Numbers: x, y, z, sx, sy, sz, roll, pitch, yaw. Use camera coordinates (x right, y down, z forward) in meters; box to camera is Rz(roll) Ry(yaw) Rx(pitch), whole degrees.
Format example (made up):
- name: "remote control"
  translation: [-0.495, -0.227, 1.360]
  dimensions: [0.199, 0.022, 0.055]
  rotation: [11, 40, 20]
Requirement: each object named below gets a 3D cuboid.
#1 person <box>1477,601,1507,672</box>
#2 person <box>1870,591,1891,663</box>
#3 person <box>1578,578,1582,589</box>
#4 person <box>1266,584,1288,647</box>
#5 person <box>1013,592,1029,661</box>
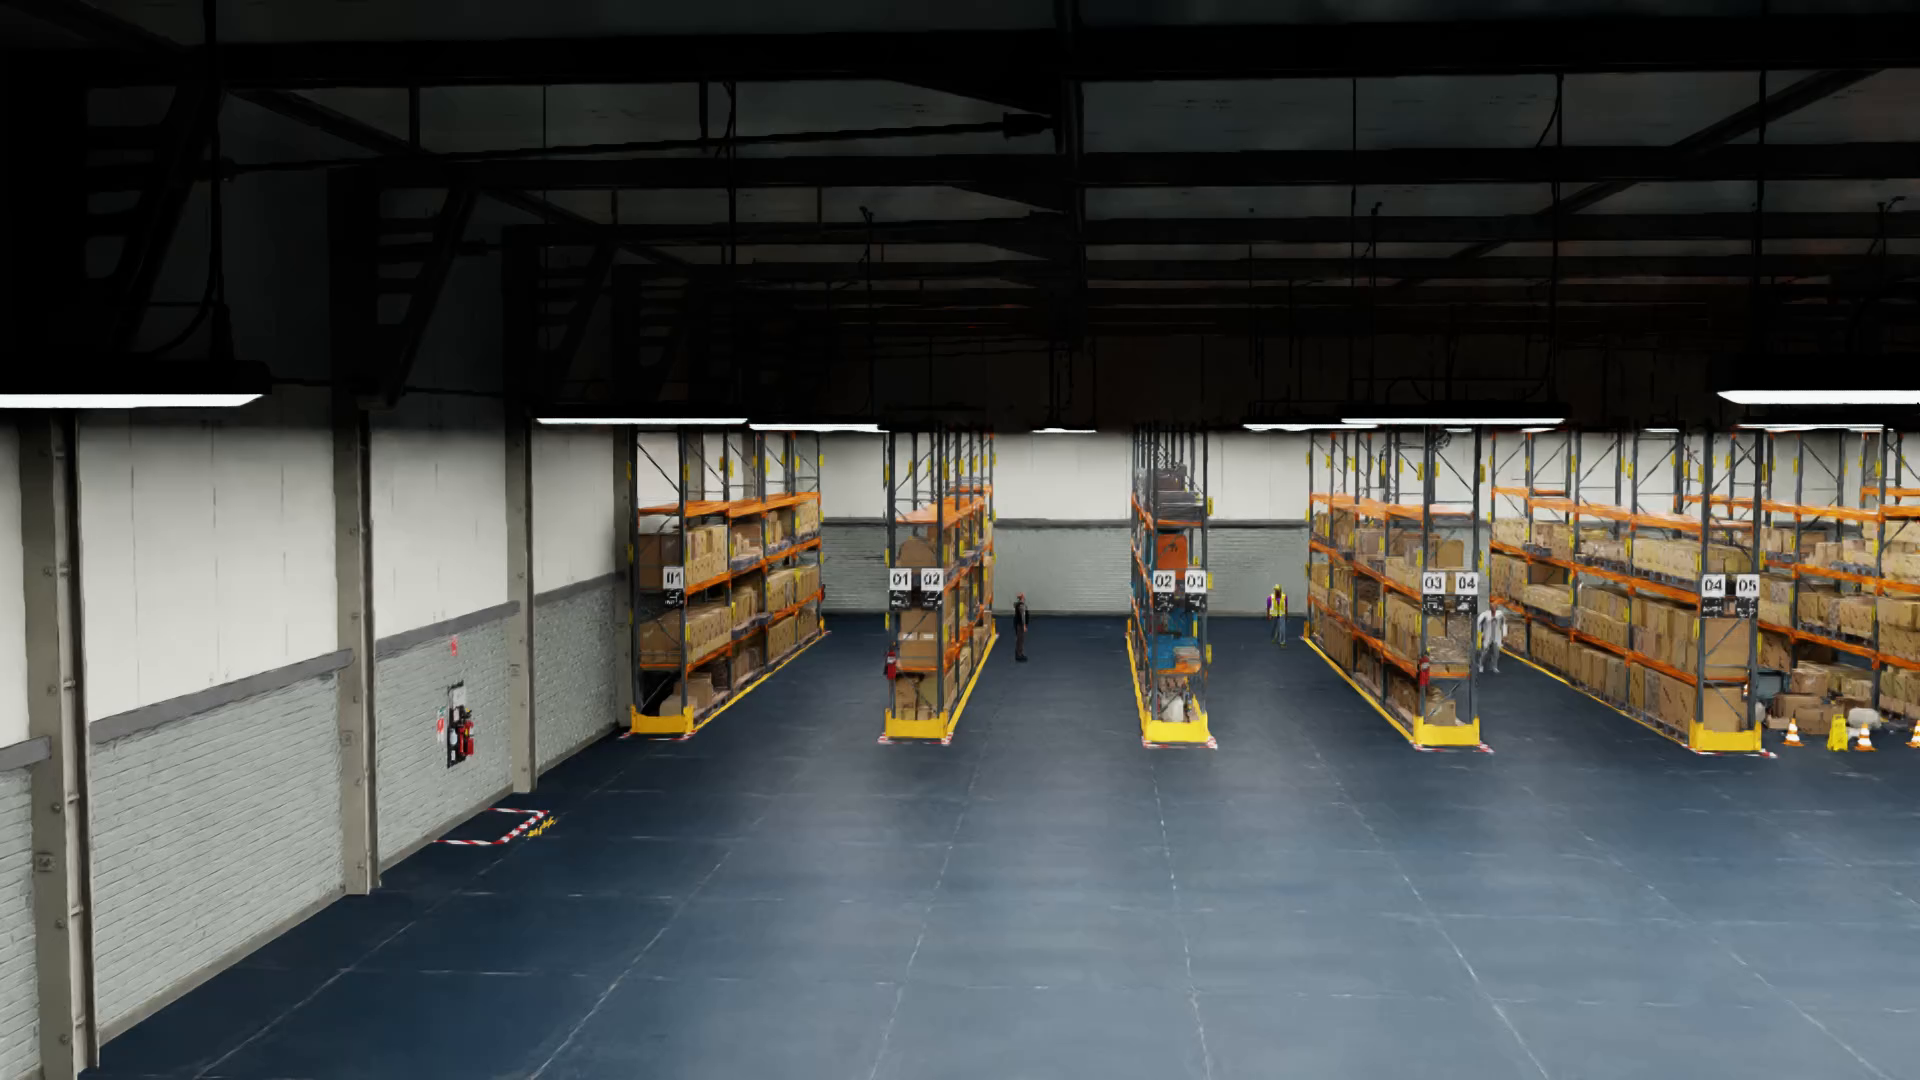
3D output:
- name: "person"
  translation: [12.785, 2.327, 40.053]
  dimensions: [0.729, 1.732, 0.541]
  rotation: [0, 4, 3]
- name: "person"
  translation: [23.219, 2.175, 41.733]
  dimensions: [0.610, 1.776, 0.656]
  rotation: [1, 4, 21]
- name: "person"
  translation: [17.207, 1.906, 46.445]
  dimensions: [0.627, 1.741, 0.673]
  rotation: [0, 4, -7]
- name: "person"
  translation: [8.586, 2.020, 45.017]
  dimensions: [0.577, 1.690, 1.121]
  rotation: [0, 4, 7]
- name: "person"
  translation: [1.567, 2.171, 42.191]
  dimensions: [0.400, 1.724, 0.623]
  rotation: [-1, 4, -14]
